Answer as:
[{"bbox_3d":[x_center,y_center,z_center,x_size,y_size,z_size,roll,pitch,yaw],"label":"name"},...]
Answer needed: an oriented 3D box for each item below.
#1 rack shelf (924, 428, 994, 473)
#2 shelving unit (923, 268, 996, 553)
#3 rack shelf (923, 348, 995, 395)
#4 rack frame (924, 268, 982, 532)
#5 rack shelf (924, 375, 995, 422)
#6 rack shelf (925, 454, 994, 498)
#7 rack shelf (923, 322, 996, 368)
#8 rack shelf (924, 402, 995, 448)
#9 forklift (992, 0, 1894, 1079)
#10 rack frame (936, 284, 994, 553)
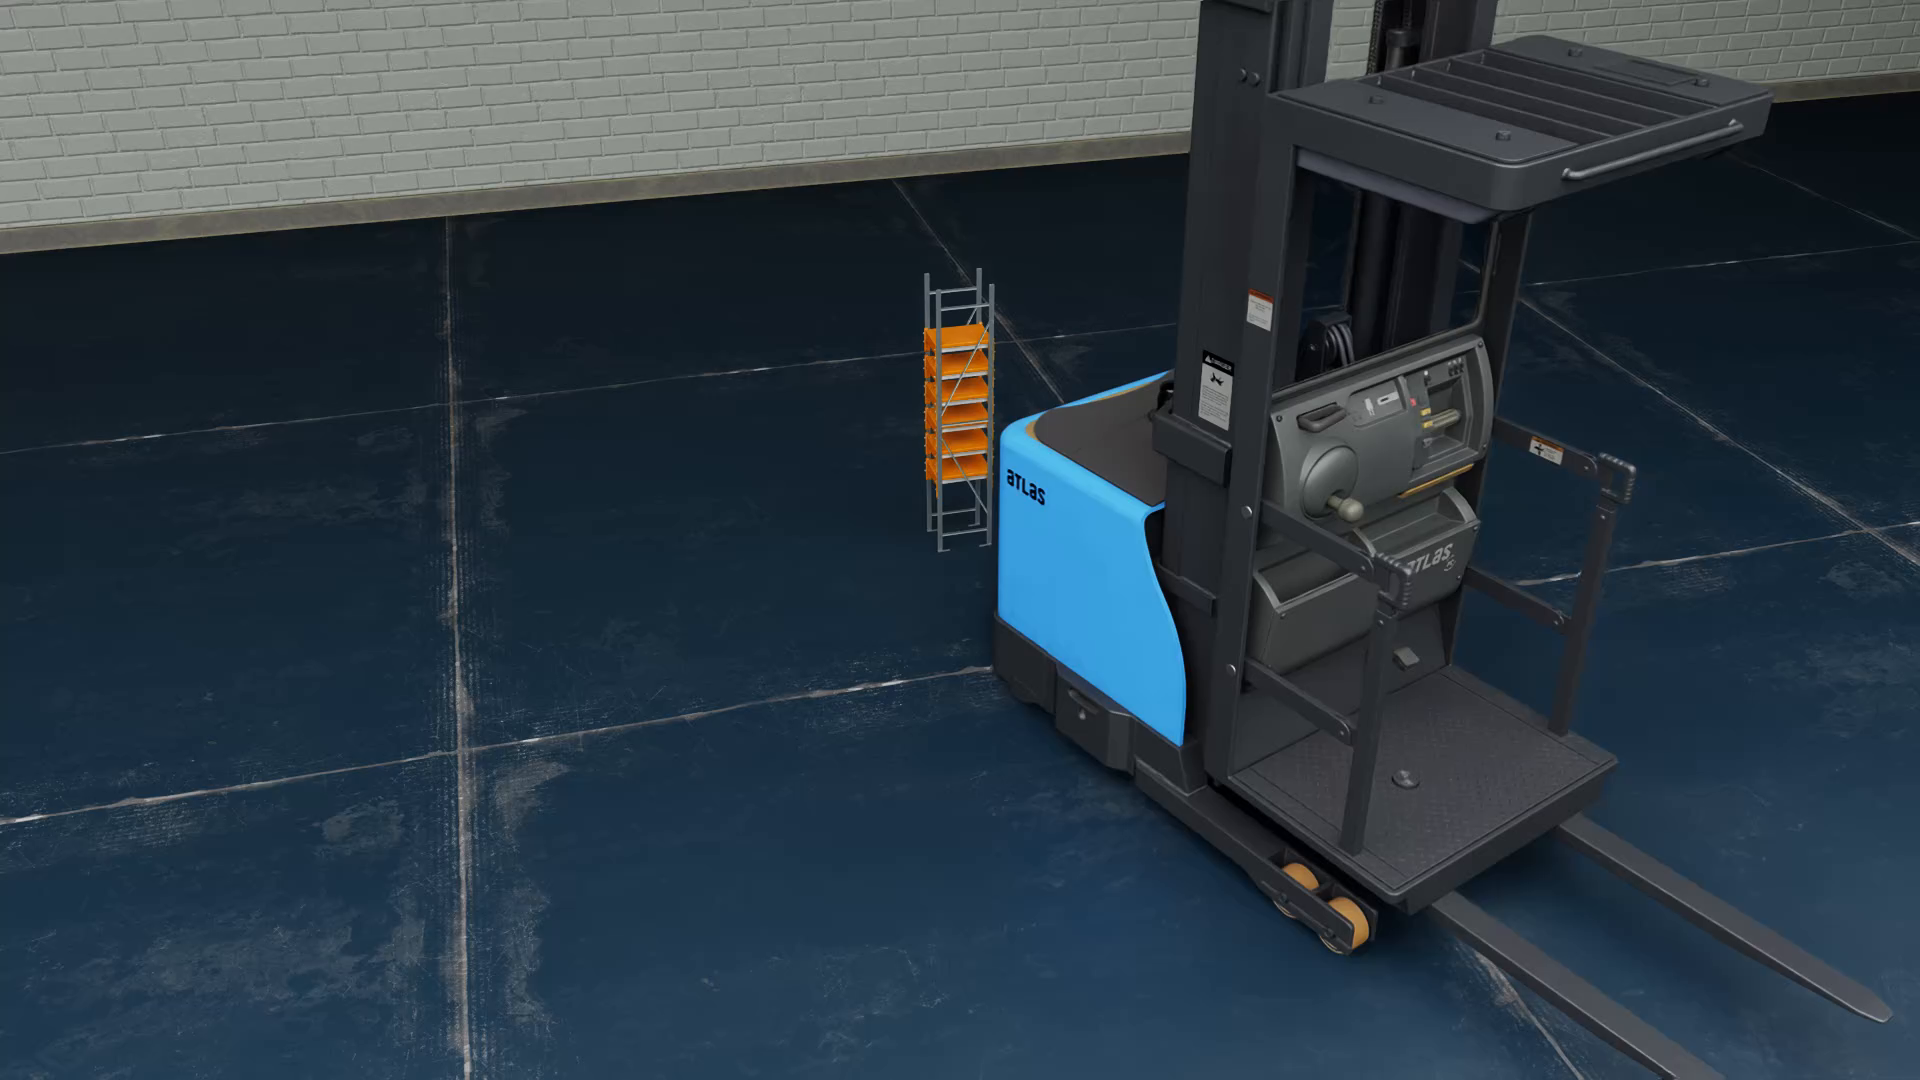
[{"bbox_3d":[-0.004,-0.384,7.044,0.258,0.103,0.180,-8,31,-13],"label":"rack shelf"},{"bbox_3d":[-0.004,-0.526,6.962,0.258,1.200,0.189,-8,31,-13],"label":"shelving unit"},{"bbox_3d":[-0.004,-0.696,6.864,0.258,0.103,0.180,-8,31,-13],"label":"rack shelf"},{"bbox_3d":[-0.028,-0.570,7.038,0.240,1.200,0.006,-8,31,-13],"label":"rack frame"},{"bbox_3d":[-0.004,-0.592,6.924,0.258,0.103,0.180,-8,31,-13],"label":"rack shelf"},{"bbox_3d":[-0.004,-0.280,7.104,0.258,0.103,0.180,-8,31,-13],"label":"rack shelf"},{"bbox_3d":[-0.004,-0.799,6.803,0.258,0.103,0.180,-8,31,-13],"label":"rack shelf"},{"bbox_3d":[-0.004,-0.488,6.984,0.258,0.103,0.180,-8,31,-13],"label":"rack shelf"},{"bbox_3d":[1.400,-0.288,4.822,1.130,2.935,3.031,-20,36,-31],"label":"forklift"},{"bbox_3d":[0.020,-0.482,6.885,0.240,1.200,0.006,-8,31,-13],"label":"rack frame"}]
